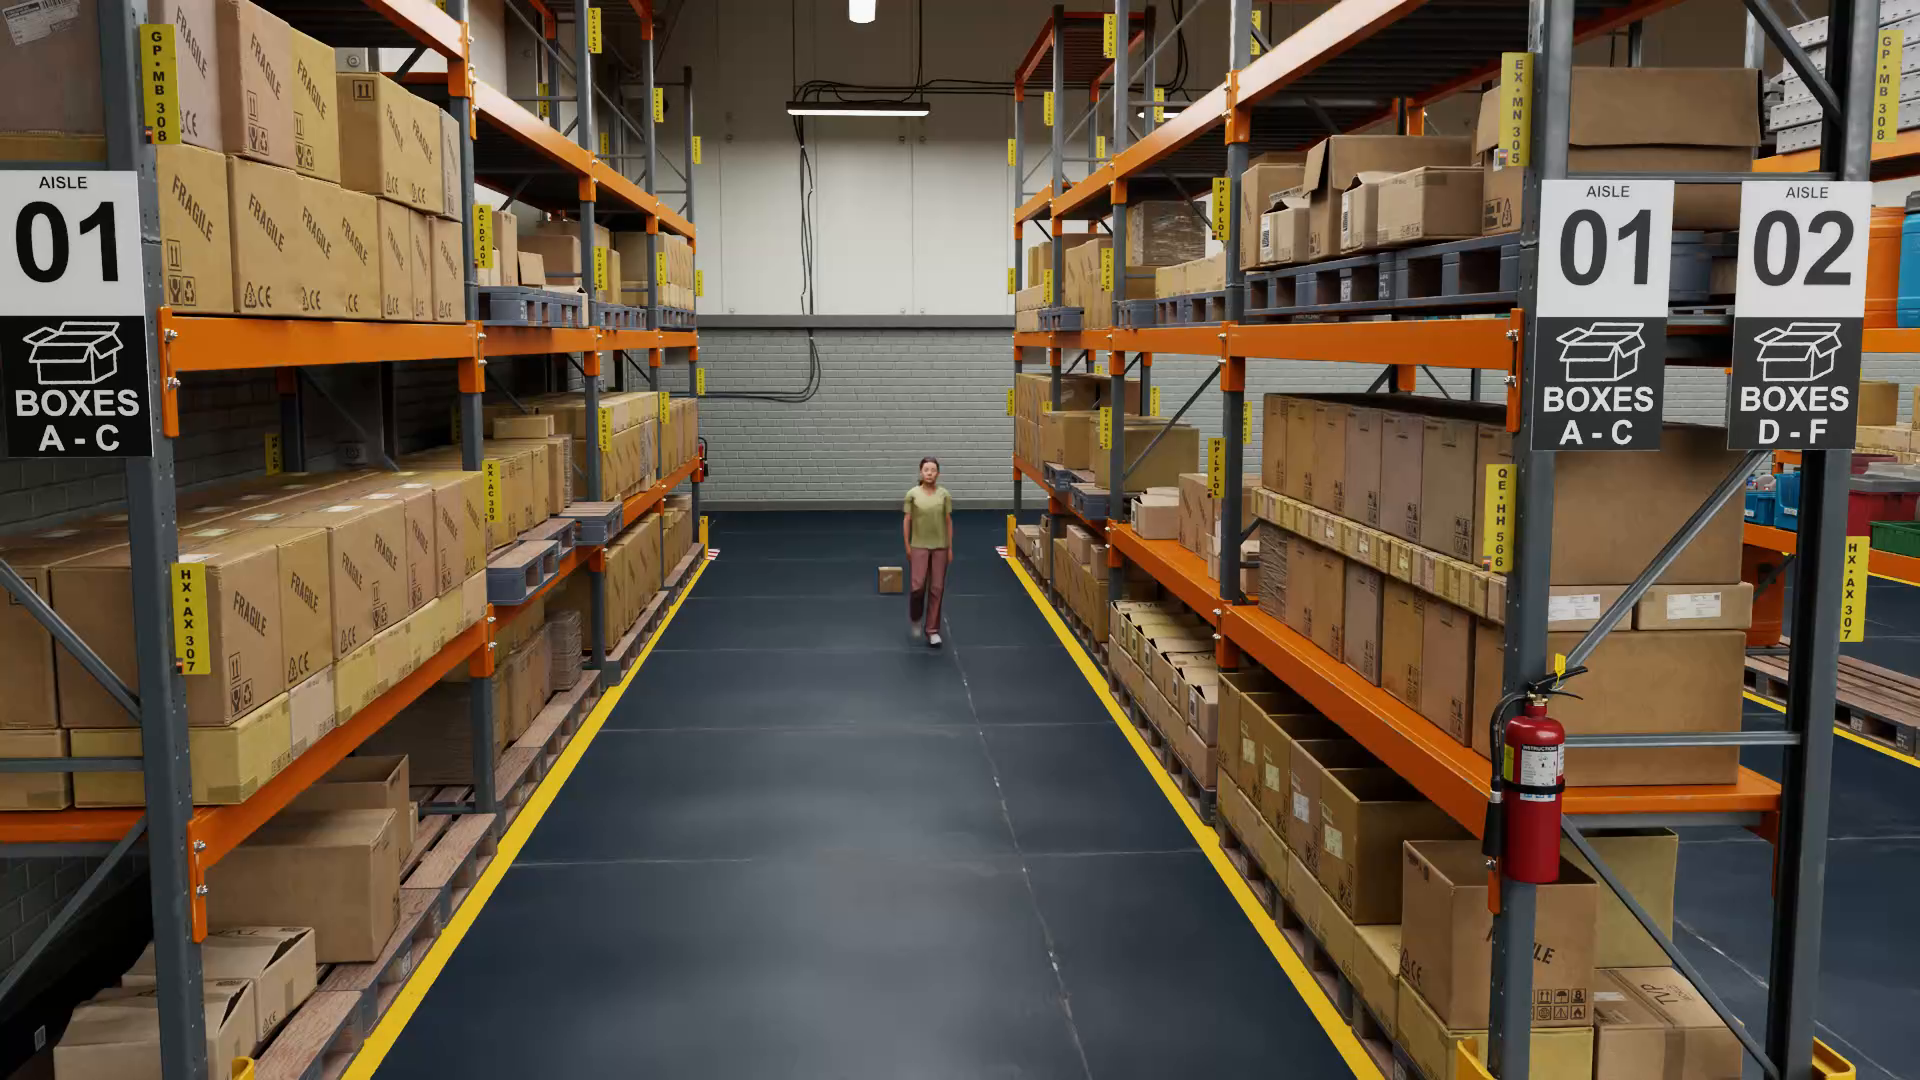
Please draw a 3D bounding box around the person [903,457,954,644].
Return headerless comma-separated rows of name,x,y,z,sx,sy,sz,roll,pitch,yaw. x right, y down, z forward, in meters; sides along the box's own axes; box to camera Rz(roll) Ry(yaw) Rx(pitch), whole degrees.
person,-0.277,0.086,14.859,0.445,1.664,0.484,-1,7,-11
